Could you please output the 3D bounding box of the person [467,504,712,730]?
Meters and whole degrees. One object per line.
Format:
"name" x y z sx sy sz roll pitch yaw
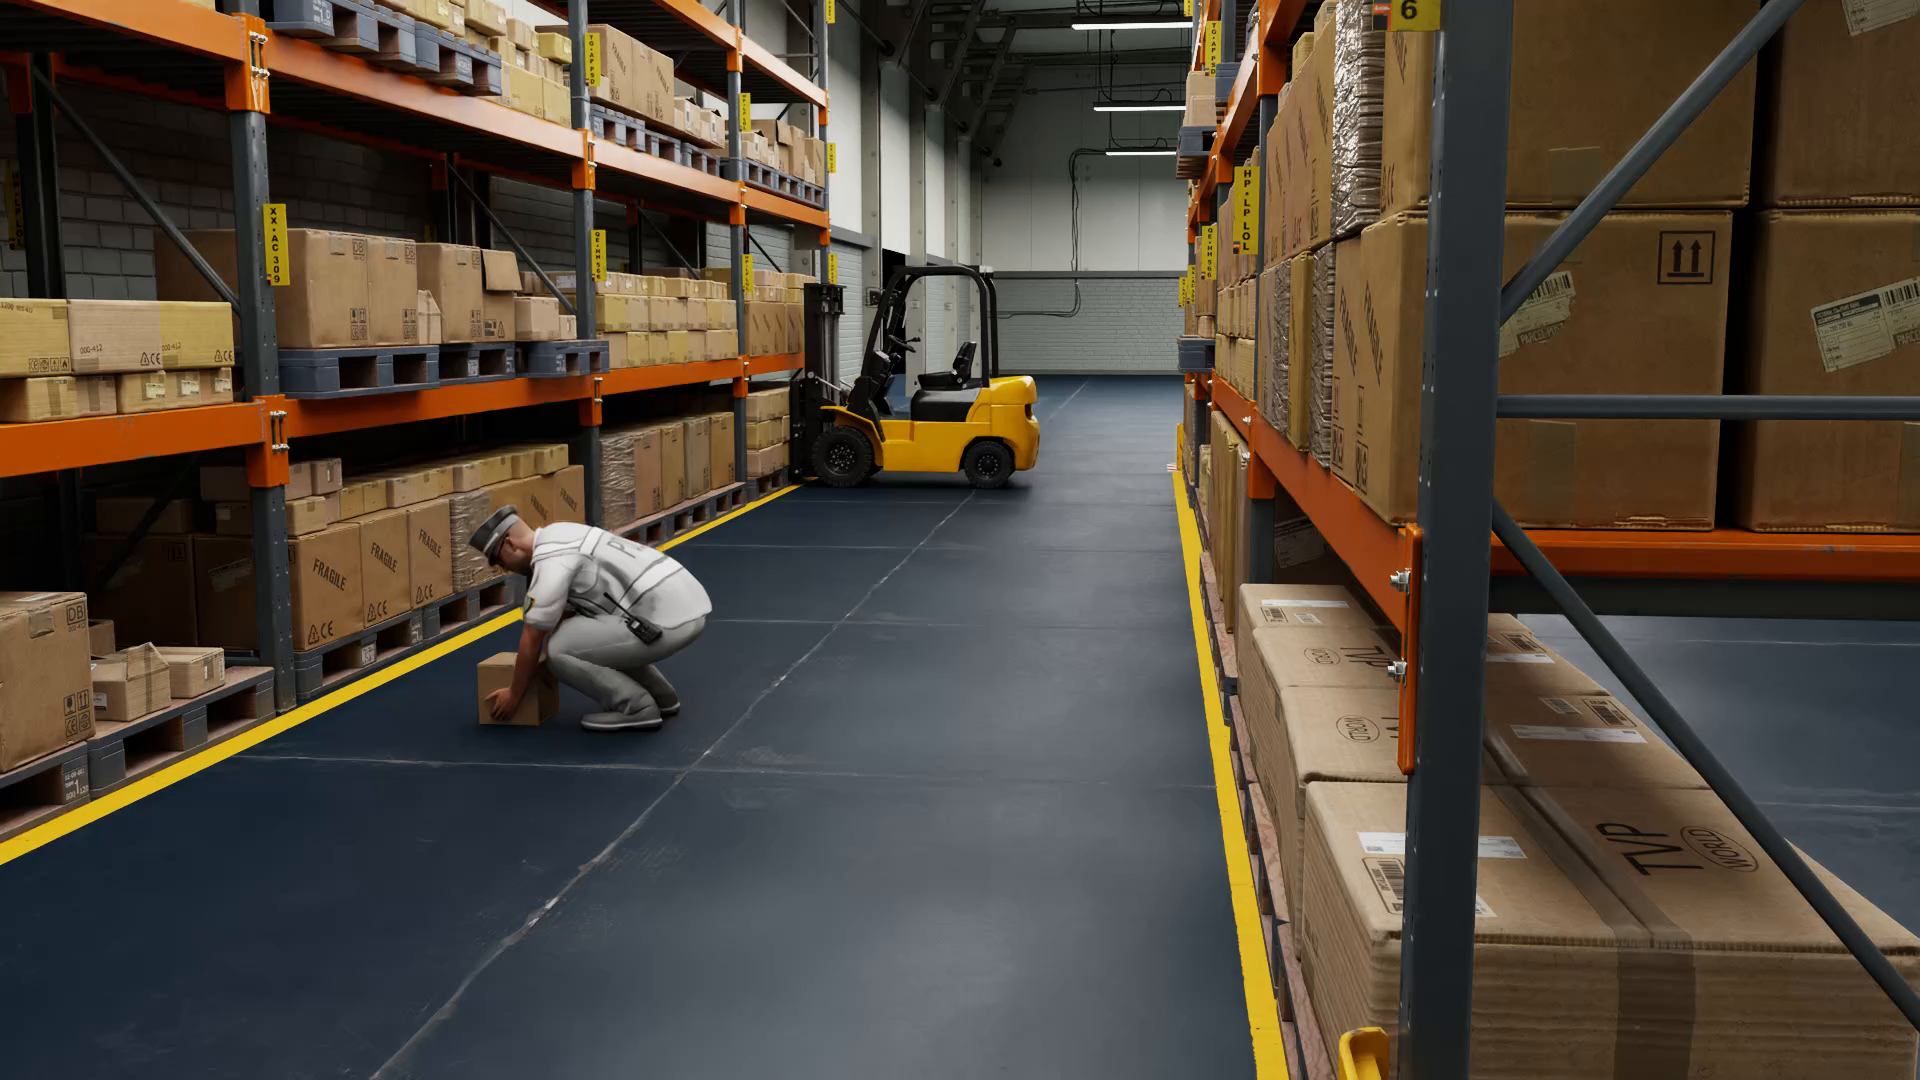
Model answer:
"person" -1.504 0.300 6.776 0.955 0.902 0.558 1 8 6
